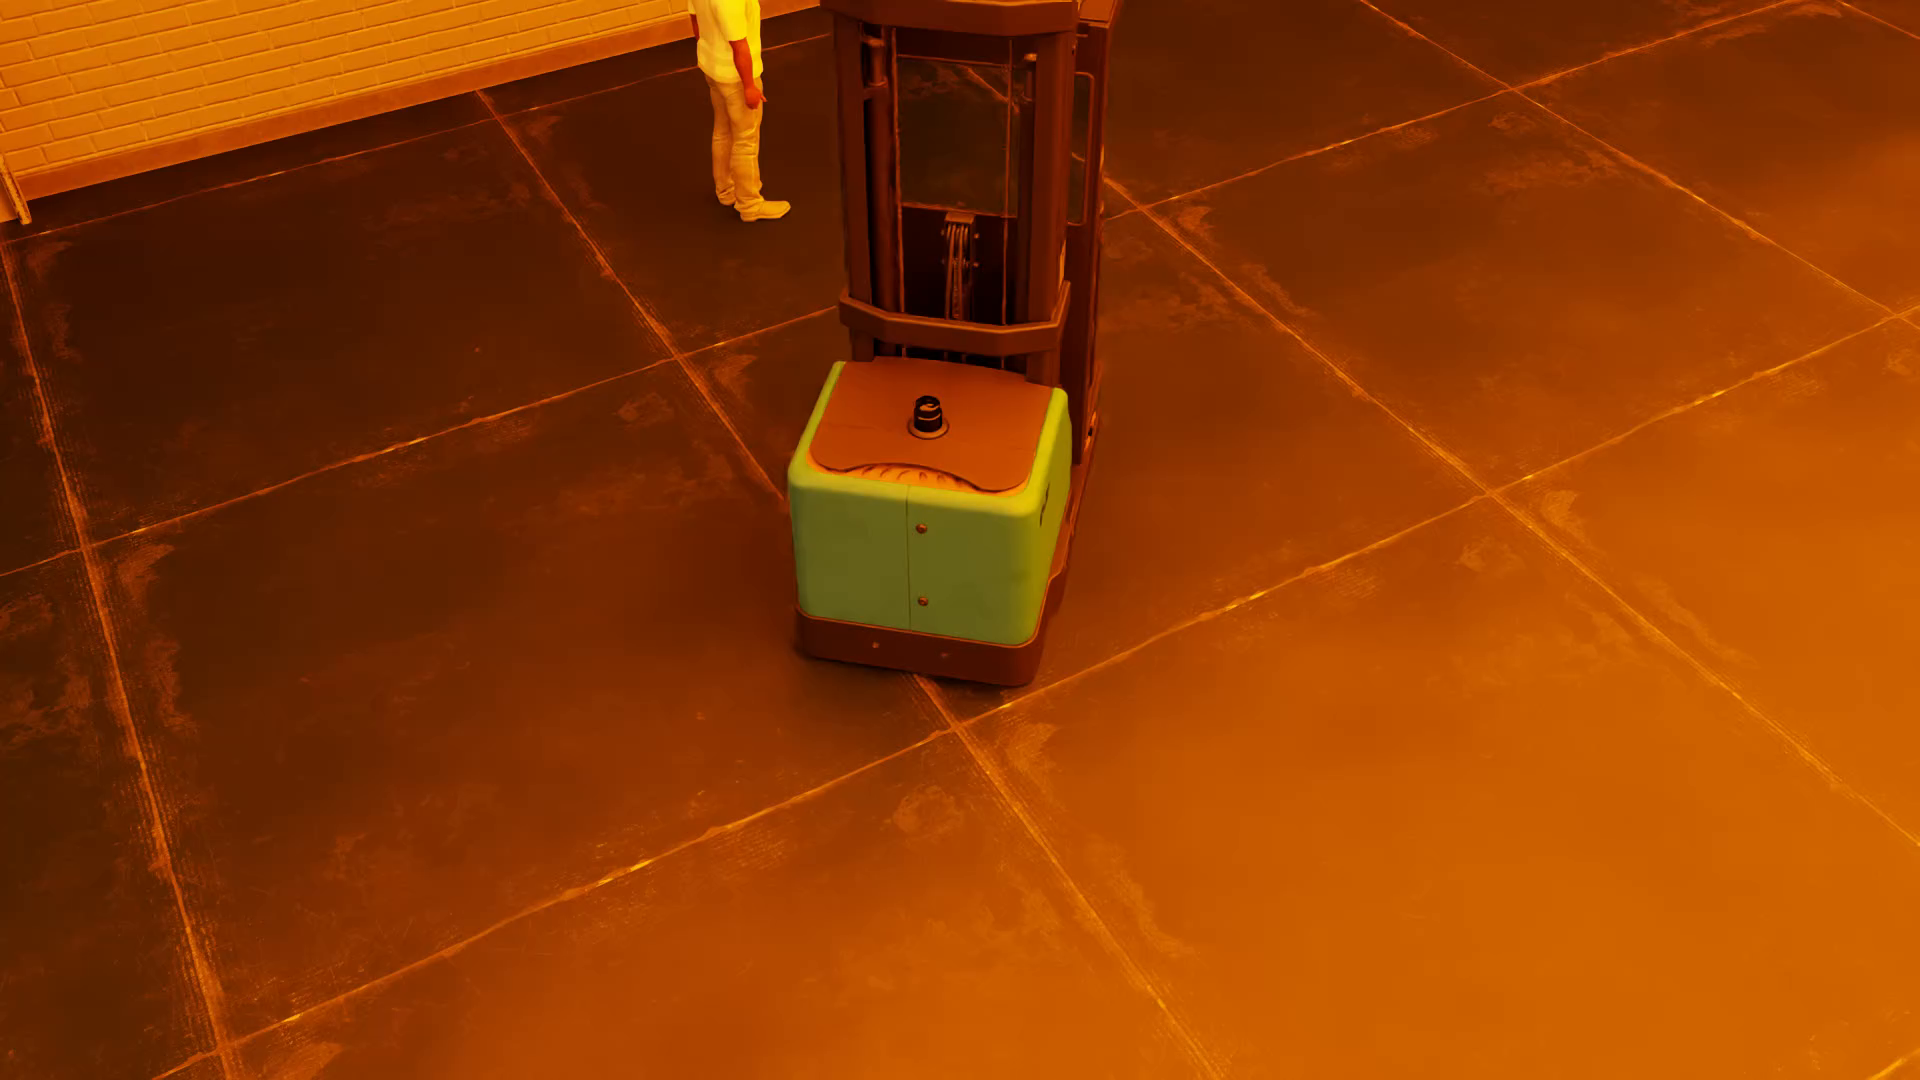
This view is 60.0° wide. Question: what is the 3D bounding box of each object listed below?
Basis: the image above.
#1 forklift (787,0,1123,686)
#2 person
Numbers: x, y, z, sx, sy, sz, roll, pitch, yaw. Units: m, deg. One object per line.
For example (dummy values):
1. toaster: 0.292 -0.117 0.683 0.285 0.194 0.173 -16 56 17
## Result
1. forklift: 0.095 -1.466 7.279 1.130 2.935 3.031 8 43 8
2. person: -1.282 -2.673 9.435 0.370 1.771 0.562 -24 48 -24
